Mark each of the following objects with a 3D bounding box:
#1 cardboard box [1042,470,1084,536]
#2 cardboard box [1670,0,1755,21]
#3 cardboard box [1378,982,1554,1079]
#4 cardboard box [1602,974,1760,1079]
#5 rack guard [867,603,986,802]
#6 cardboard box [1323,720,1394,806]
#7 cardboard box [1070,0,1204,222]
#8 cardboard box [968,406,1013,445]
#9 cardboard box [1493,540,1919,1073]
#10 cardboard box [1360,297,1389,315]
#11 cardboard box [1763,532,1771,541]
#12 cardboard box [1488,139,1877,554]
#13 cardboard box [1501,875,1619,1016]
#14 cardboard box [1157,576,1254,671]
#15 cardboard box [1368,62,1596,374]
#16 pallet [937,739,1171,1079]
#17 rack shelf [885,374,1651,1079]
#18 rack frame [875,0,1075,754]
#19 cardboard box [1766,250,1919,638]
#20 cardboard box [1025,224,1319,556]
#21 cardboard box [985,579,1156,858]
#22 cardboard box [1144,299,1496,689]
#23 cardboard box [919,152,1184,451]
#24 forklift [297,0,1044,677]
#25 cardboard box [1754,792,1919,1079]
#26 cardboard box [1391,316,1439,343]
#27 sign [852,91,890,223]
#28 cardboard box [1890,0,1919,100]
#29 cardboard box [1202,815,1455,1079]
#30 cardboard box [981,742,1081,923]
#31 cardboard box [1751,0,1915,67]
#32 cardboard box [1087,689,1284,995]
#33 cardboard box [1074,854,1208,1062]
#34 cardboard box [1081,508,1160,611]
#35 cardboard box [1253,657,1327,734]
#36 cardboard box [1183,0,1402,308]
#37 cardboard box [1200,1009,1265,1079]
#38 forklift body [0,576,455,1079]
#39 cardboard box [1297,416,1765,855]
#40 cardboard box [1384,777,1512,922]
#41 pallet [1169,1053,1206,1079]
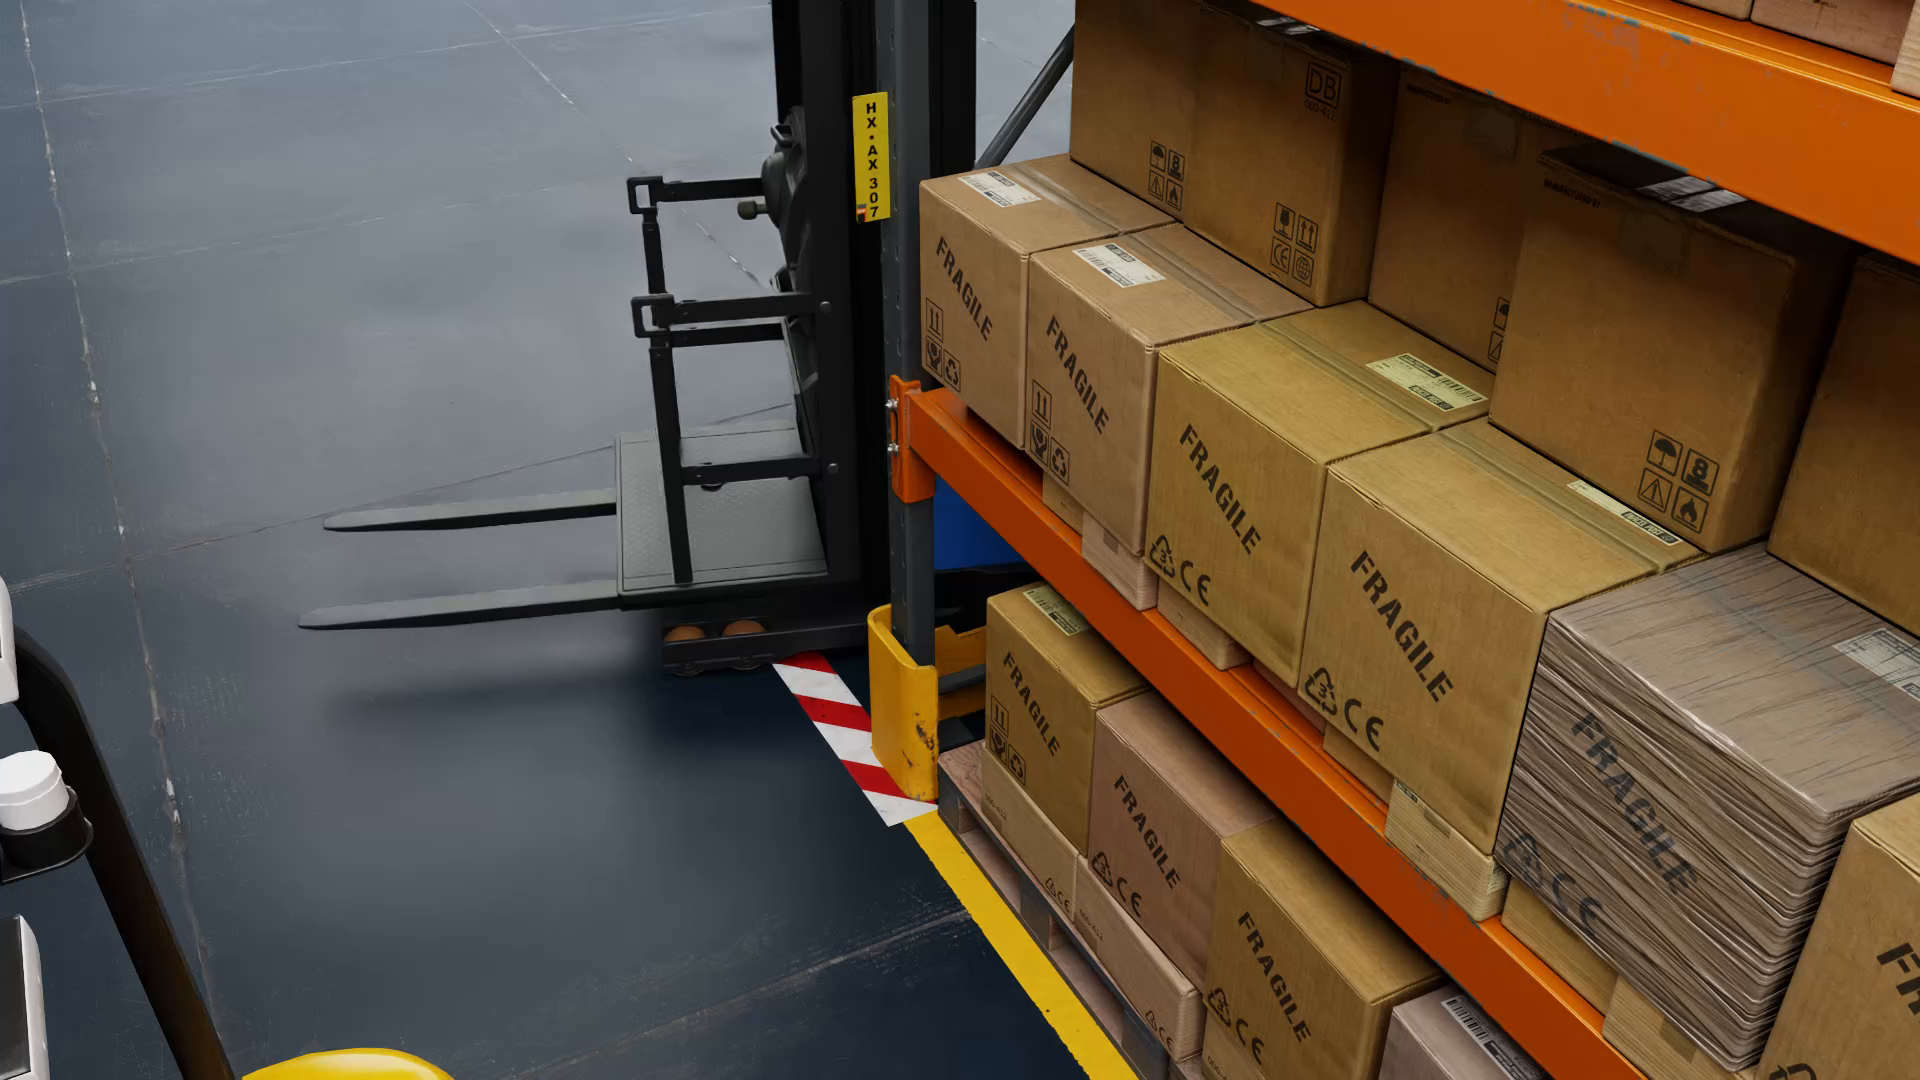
[{"bbox_3d":[0.420,-0.142,3.924,0.380,0.149,0.250,-17,36,-25],"label":"cardboard box"},{"bbox_3d":[1.074,-0.810,2.186,0.380,0.149,0.250,-16,36,-24],"label":"cardboard box"},{"bbox_3d":[1.137,1.148,3.142,0.500,0.500,0.500,-14,35,-21],"label":"cardboard box"},{"bbox_3d":[1.232,0.728,2.566,0.380,0.149,0.250,-16,36,-24],"label":"cardboard box"},{"bbox_3d":[0.298,0.363,5.220,1.175,0.500,0.348,-16,36,-23],"label":"rack guard"},{"bbox_3d":[0.921,0.350,3.156,0.380,0.149,0.250,-17,36,-24],"label":"cardboard box"},{"bbox_3d":[0.694,-1.125,3.931,0.700,0.500,0.500,-17,36,-24],"label":"cardboard box"},{"bbox_3d":[0.238,-0.406,4.336,0.380,0.149,0.250,-16,36,-23],"label":"cardboard box"},{"bbox_3d":[1.209,0.376,2.514,0.500,0.500,0.500,-15,36,-22],"label":"cardboard box"},{"bbox_3d":[0.989,-0.463,3.824,0.500,0.500,0.500,-16,36,-23],"label":"cardboard box"},{"bbox_3d":[1.439,0.023,3.065,0.500,0.500,0.500,-15,36,-23],"label":"cardboard box"},{"bbox_3d":[1.362,-0.391,2.785,0.700,0.500,0.500,-16,36,-23],"label":"cardboard box"},{"bbox_3d":[1.139,0.598,2.768,0.380,0.149,0.250,-17,36,-24],"label":"cardboard box"},{"bbox_3d":[0.648,0.106,3.537,0.380,0.149,0.250,-15,36,-22],"label":"cardboard box"},{"bbox_3d":[1.252,-0.664,3.211,0.700,0.500,0.500,-16,36,-24],"label":"cardboard box"},{"bbox_3d":[0.646,0.881,4.679,1.003,0.211,1.213,-16,36,-23],"label":"pallet"},{"bbox_3d":[1.195,0.531,3.307,1.077,0.370,4.000,-16,36,-23],"label":"rack shelf"},{"bbox_3d":[0.263,-0.726,4.602,1.000,3.000,0.127,-16,36,-23],"label":"rack frame"},{"bbox_3d":[1.685,-0.166,2.433,0.700,0.500,0.500,-17,36,-24],"label":"cardboard box"},{"bbox_3d":[0.483,-0.351,3.649,0.500,0.500,0.500,-15,35,-22],"label":"cardboard box"},{"bbox_3d":[0.406,0.405,4.302,0.500,0.500,0.500,-17,36,-25],"label":"cardboard box"},{"bbox_3d":[0.721,-0.108,3.270,0.500,0.500,0.500,-17,36,-24],"label":"cardboard box"},{"bbox_3d":[0.238,-0.597,4.034,0.500,0.500,0.500,-16,36,-24],"label":"cardboard box"},{"bbox_3d":[-0.722,-1.088,5.232,3.031,2.935,1.130,-6,33,-9],"label":"forklift"},{"bbox_3d":[1.455,0.622,2.130,0.500,0.500,0.500,-15,35,-22],"label":"cardboard box"},{"bbox_3d":[1.219,-0.224,3.450,0.500,0.500,0.500,-16,36,-23],"label":"cardboard box"},{"bbox_3d":[-0.217,-0.954,4.156,0.100,0.325,0.005,-16,36,-23],"label":"sign"},{"bbox_3d":[1.244,-0.543,1.769,0.380,0.149,0.250,-15,36,-22],"label":"cardboard box"},{"bbox_3d":[0.880,0.895,3.537,0.500,0.500,0.500,-15,36,-22],"label":"cardboard box"},{"bbox_3d":[0.394,0.710,4.521,0.500,0.250,0.500,-16,36,-23],"label":"cardboard box"},{"bbox_3d":[1.197,-0.688,1.995,0.380,0.149,0.250,-15,36,-22],"label":"cardboard box"},{"bbox_3d":[0.653,0.653,3.914,0.500,0.500,0.500,-17,36,-25],"label":"cardboard box"},{"bbox_3d":[0.626,0.955,4.138,0.500,0.250,0.500,-15,35,-21],"label":"cardboard box"},{"bbox_3d":[0.498,-0.009,3.717,0.380,0.149,0.250,-15,36,-22],"label":"cardboard box"},{"bbox_3d":[0.825,0.217,3.364,0.380,0.149,0.250,-15,35,-22],"label":"cardboard box"},{"bbox_3d":[0.923,-0.882,3.551,0.700,0.500,0.500,-16,36,-23],"label":"cardboard box"},{"bbox_3d":[0.891,1.212,3.737,0.500,0.250,0.500,-13,35,-20],"label":"cardboard box"},{"bbox_3d":[-1.629,1.328,2.184,2.313,2.155,1.214,-16,36,-23],"label":"forklift body"},{"bbox_3d":[0.966,0.132,2.894,0.500,0.500,0.500,-17,36,-24],"label":"cardboard box"},{"bbox_3d":[0.987,0.485,2.946,0.380,0.149,0.250,-16,36,-23],"label":"cardboard box"},{"bbox_3d":[1.211,1.463,3.771,1.003,0.211,1.213,-16,36,-23],"label":"pallet"}]
